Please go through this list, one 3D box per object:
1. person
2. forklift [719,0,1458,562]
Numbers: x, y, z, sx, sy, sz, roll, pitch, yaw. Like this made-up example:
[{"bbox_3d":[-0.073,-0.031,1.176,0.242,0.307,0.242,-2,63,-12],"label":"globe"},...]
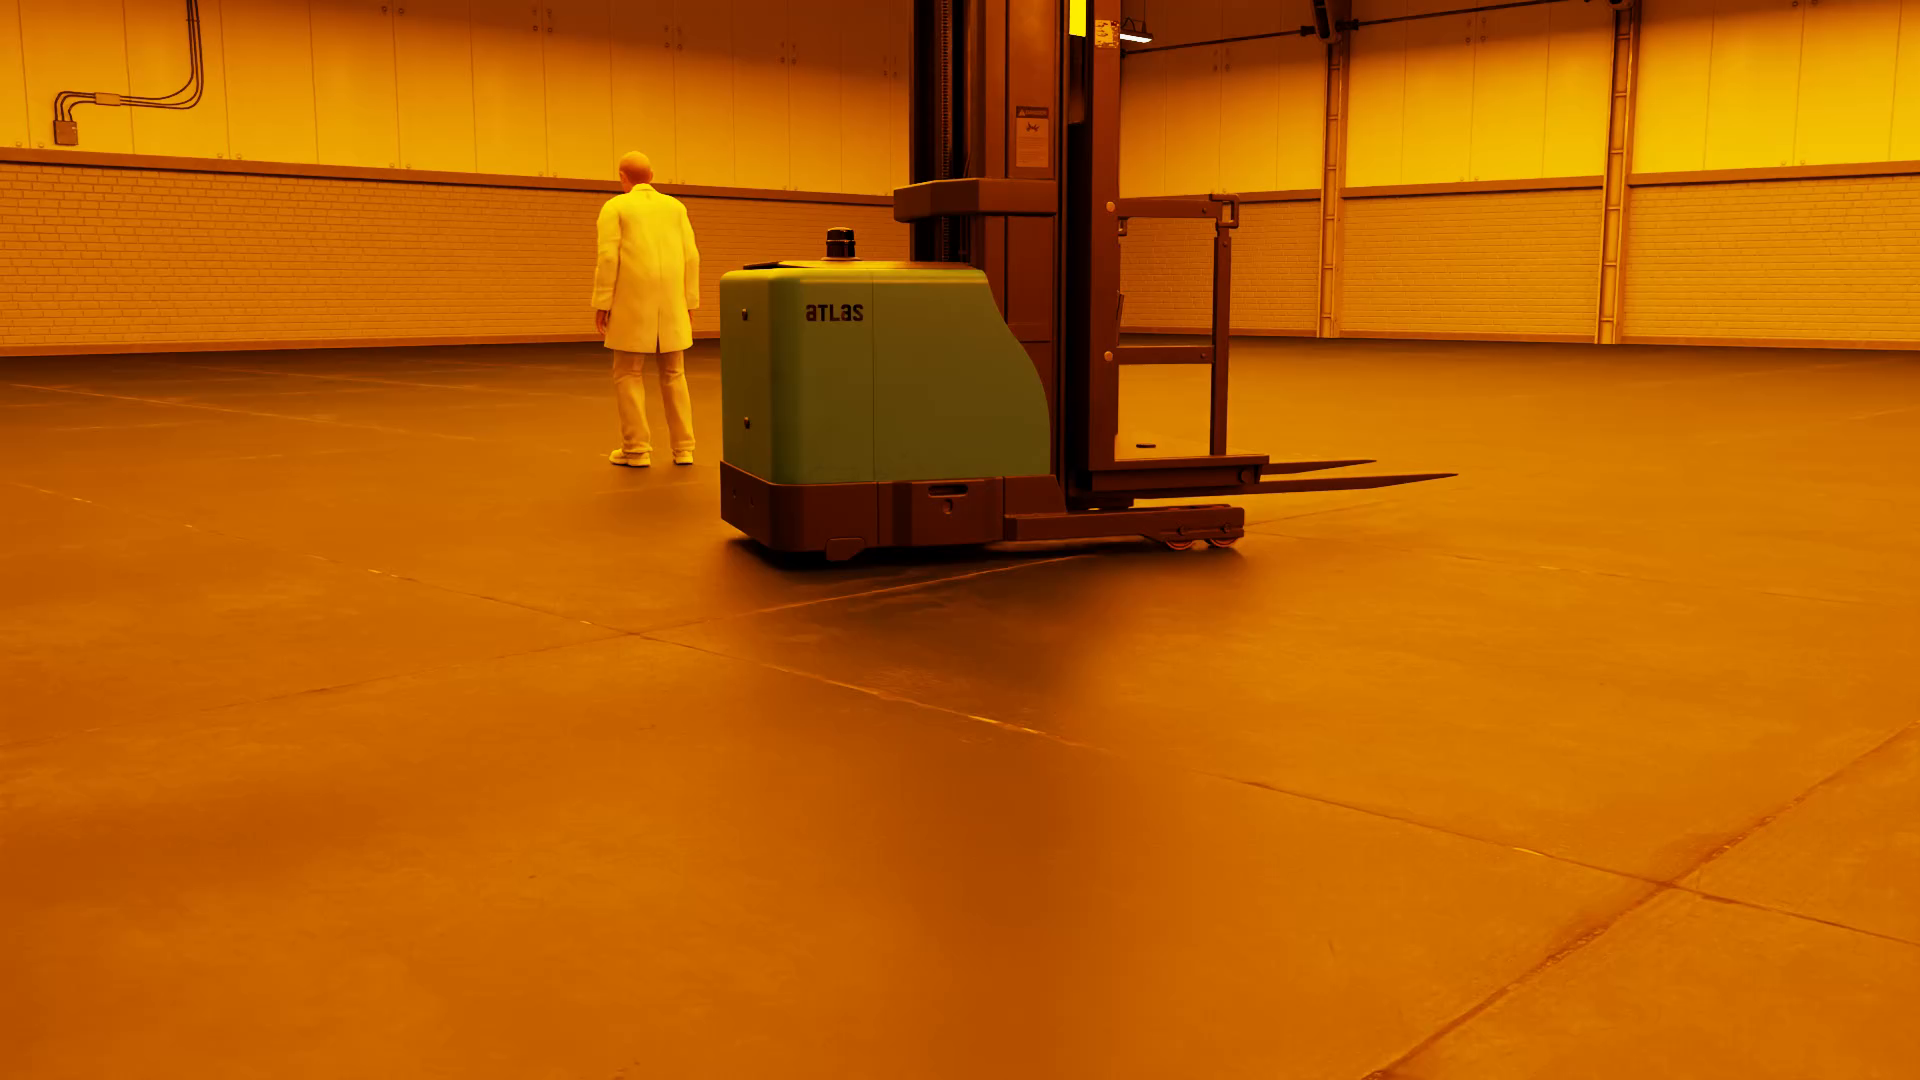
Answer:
[{"bbox_3d":[-1.796,-1.316,9.504,0.649,1.772,0.436,-6,10,-33],"label":"person"},{"bbox_3d":[0.592,-1.481,6.710,3.031,2.935,1.130,-3,9,-20],"label":"forklift"}]
